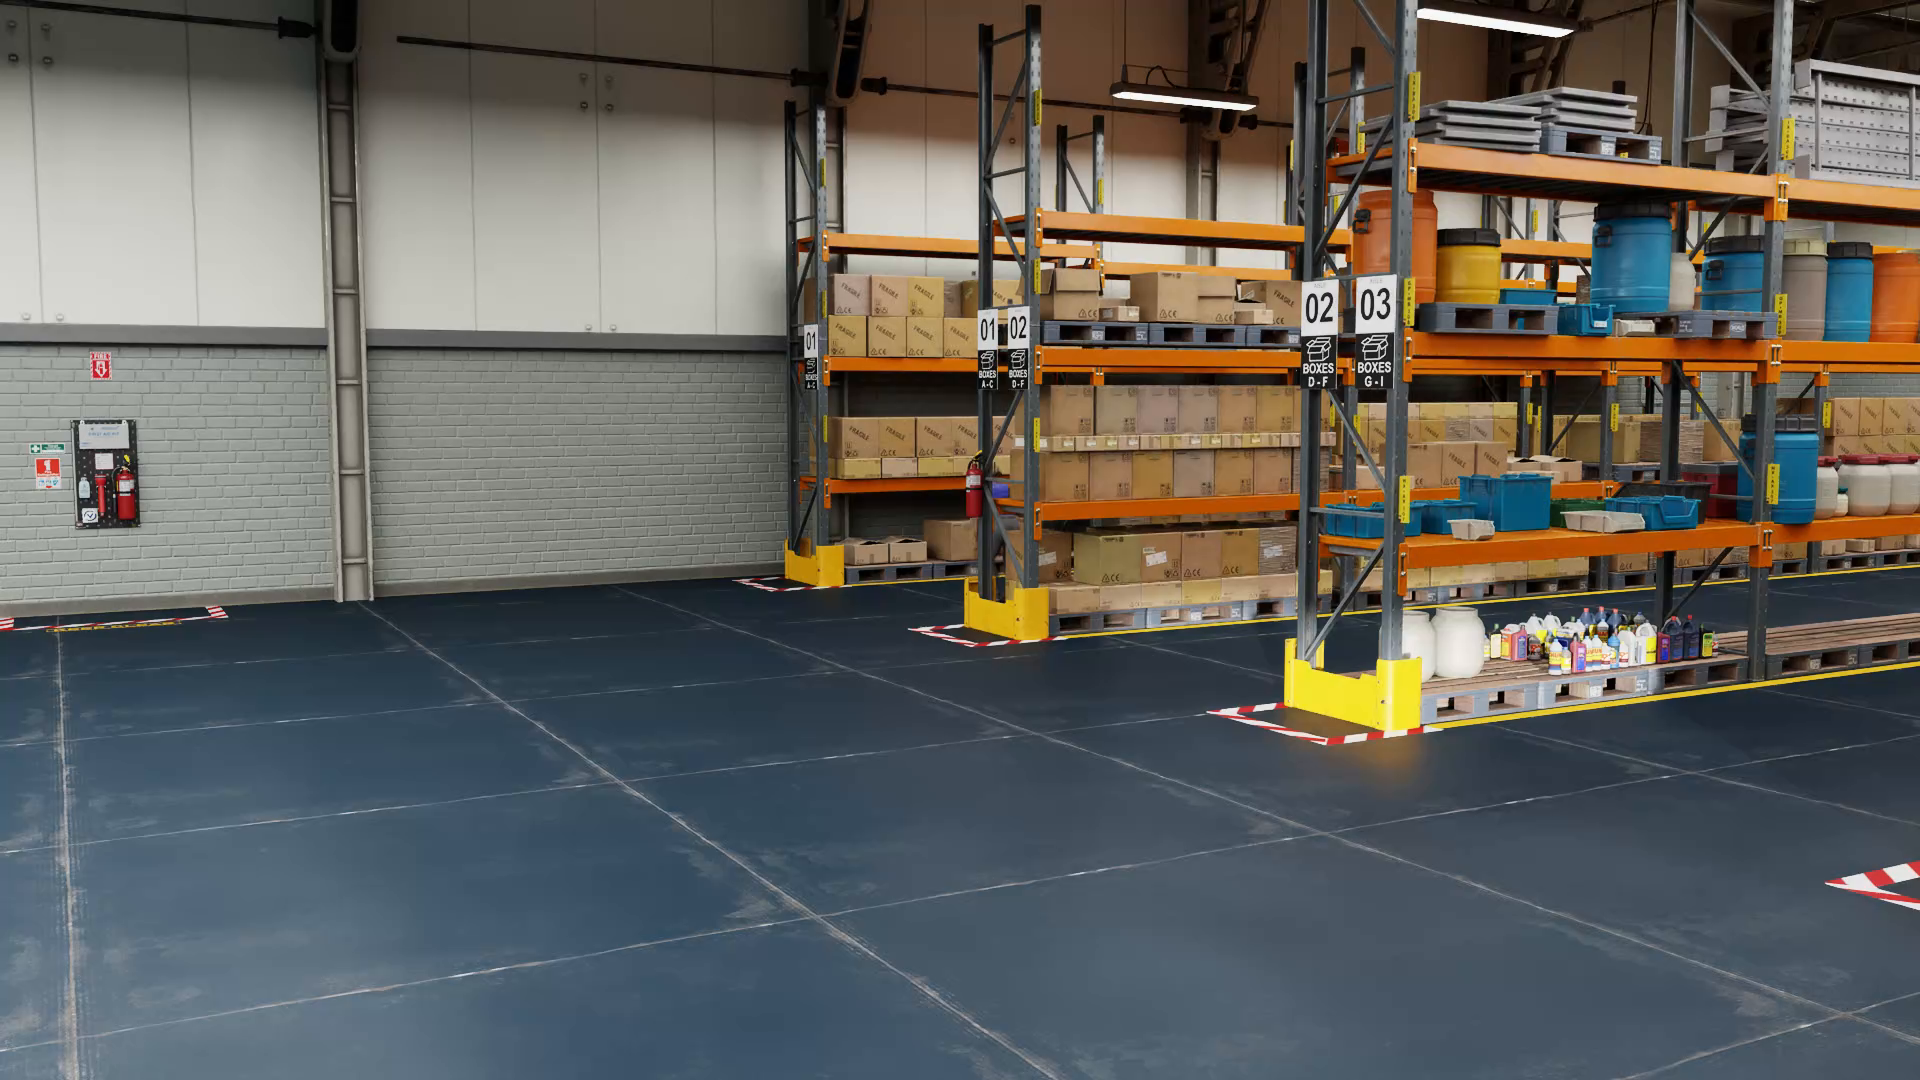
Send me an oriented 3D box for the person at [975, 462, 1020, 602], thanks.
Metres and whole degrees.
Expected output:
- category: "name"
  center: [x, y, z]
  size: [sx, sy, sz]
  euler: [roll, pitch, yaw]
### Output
- category: "person"
  center: [0.420, -0.094, 18.963]
  size: [0.413, 1.599, 0.560]
  euler: [-3, 6, -30]
